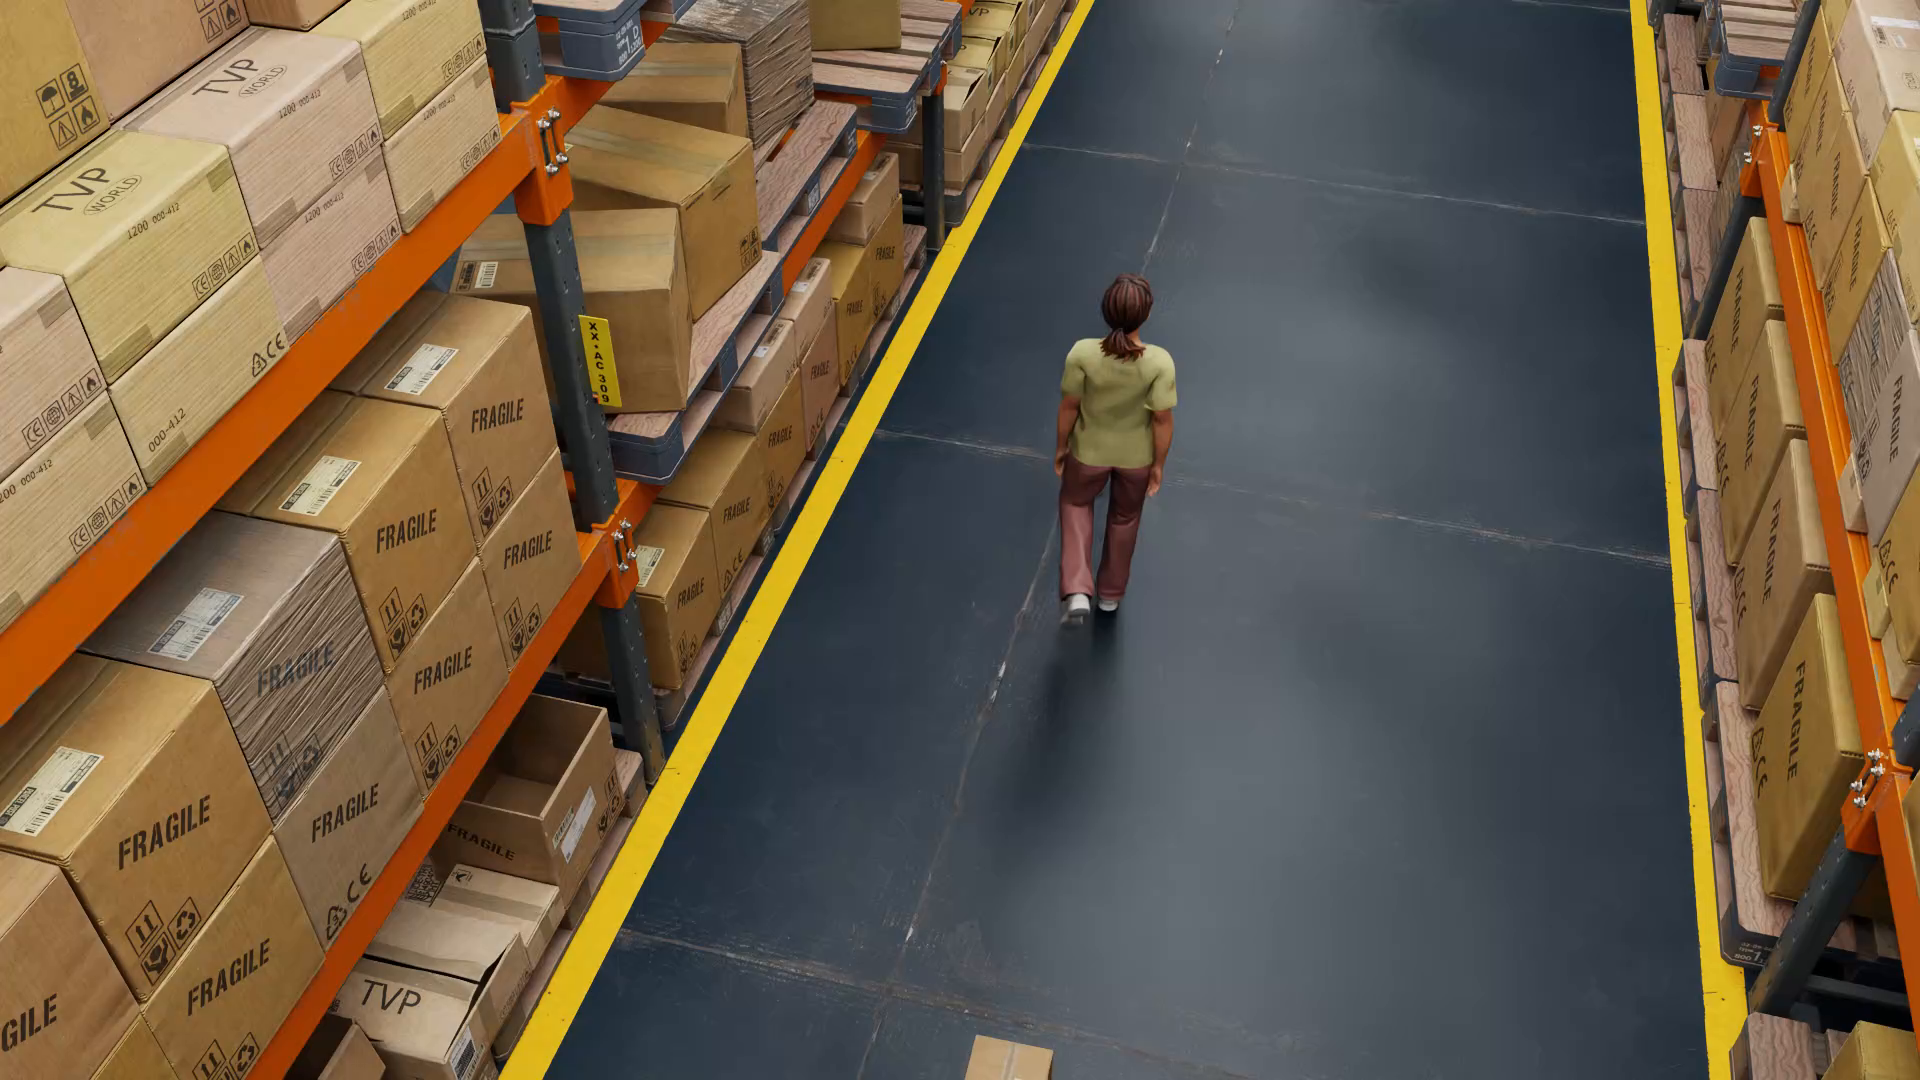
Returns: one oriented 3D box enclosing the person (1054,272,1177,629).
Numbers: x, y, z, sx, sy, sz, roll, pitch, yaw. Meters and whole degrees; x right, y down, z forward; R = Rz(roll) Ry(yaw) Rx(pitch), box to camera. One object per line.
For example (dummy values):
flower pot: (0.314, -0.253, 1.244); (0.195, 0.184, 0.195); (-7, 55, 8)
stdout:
person: (0.592, -0.314, 6.485); (0.457, 1.655, 0.623); (5, 41, 6)
